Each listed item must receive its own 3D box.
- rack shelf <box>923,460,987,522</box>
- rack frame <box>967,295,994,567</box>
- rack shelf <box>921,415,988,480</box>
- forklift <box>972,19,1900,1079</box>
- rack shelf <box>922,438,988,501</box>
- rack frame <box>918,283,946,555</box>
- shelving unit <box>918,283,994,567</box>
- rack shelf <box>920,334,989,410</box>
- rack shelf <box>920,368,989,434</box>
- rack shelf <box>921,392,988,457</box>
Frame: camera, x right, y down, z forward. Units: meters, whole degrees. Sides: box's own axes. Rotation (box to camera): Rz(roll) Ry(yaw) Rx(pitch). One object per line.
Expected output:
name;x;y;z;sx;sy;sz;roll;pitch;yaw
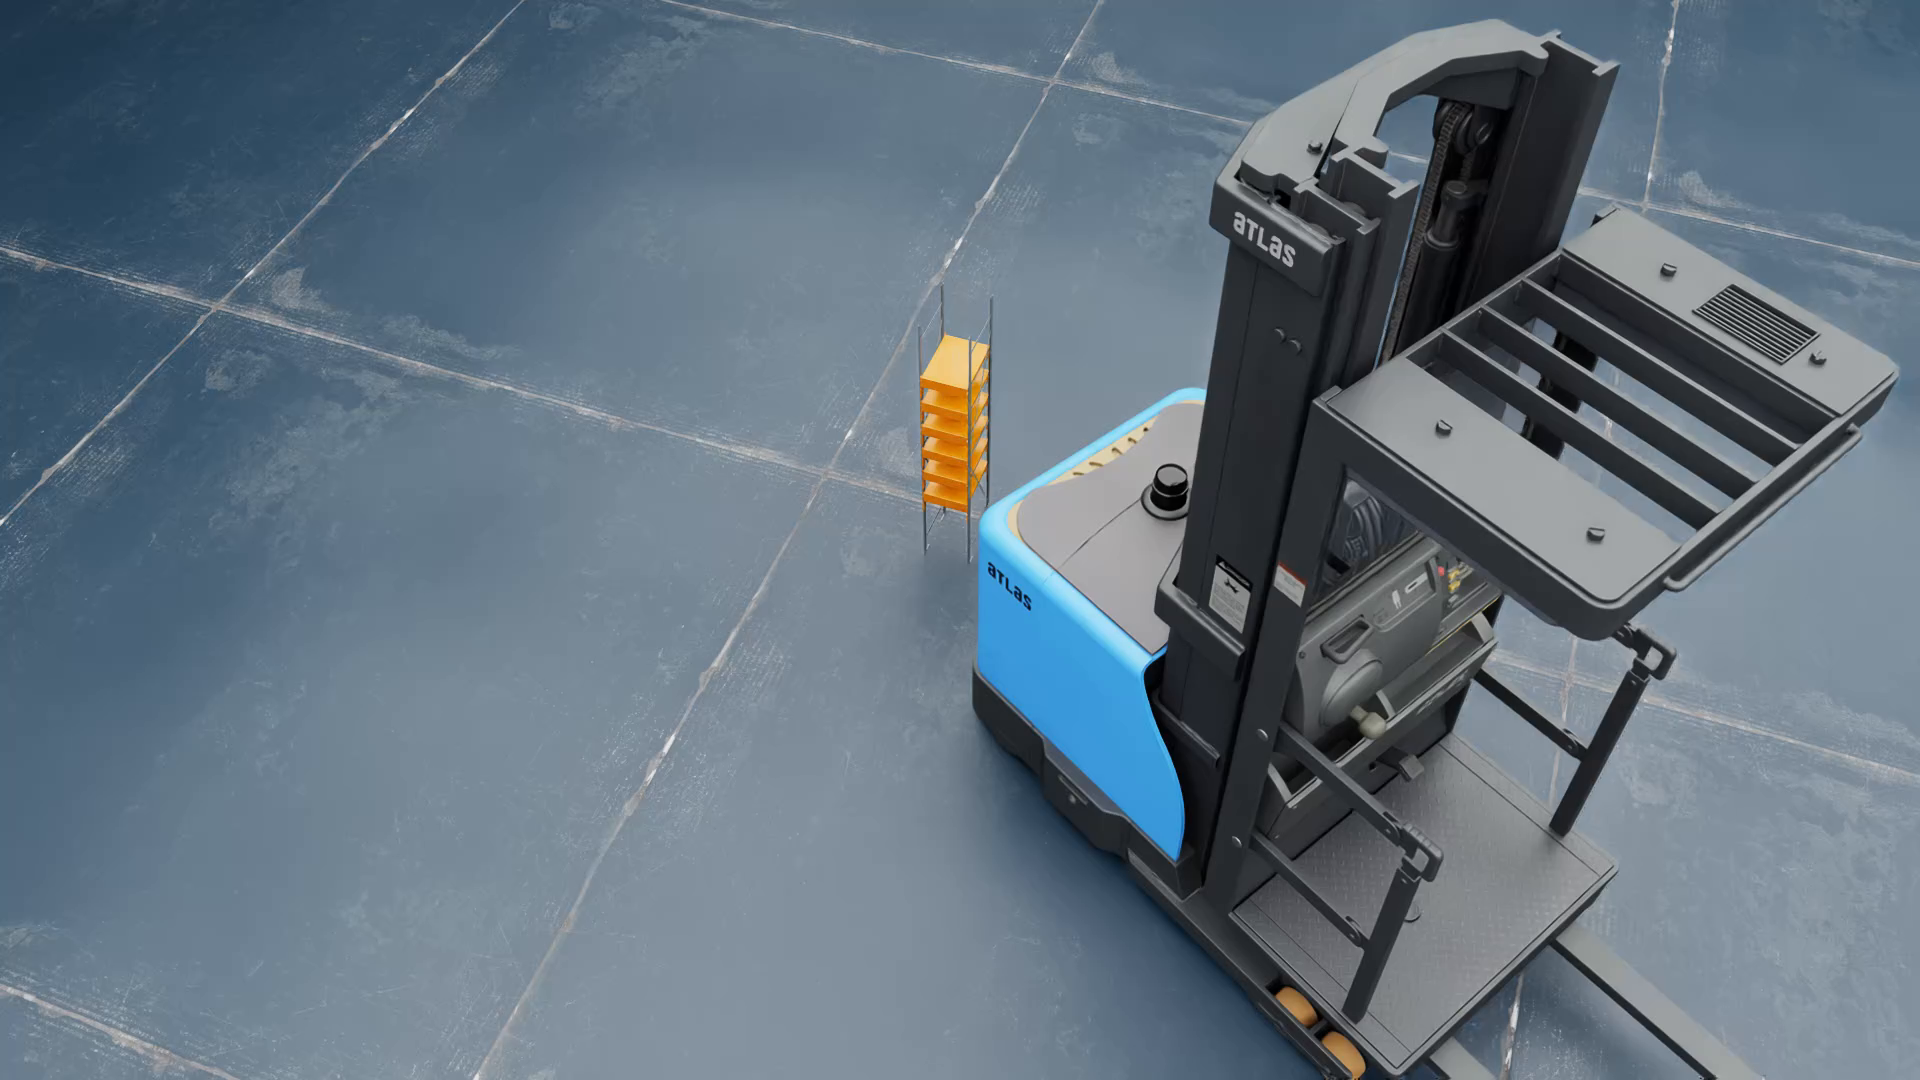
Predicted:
rack shelf;-0.014;-0.210;6.381;0.180;0.103;0.258;16;51;13
rack frame;0.072;-0.373;6.146;0.006;1.200;0.240;16;51;13
rack shelf;-0.014;-0.368;6.200;0.180;0.103;0.258;16;51;13
forklift;1.372;0.288;4.427;1.130;2.935;3.031;-32;56;-25
rack shelf;-0.014;-0.289;6.291;0.180;0.103;0.258;16;51;13
rack frame;-0.099;-0.421;6.187;0.006;1.200;0.240;16;51;13
shelving unit;-0.014;-0.397;6.166;0.189;1.200;0.258;16;51;13
rack shelf;-0.014;-0.603;5.928;0.180;0.103;0.258;16;51;13
rack shelf;-0.014;-0.525;6.019;0.180;0.103;0.258;16;51;13
rack shelf;-0.014;-0.446;6.109;0.180;0.103;0.258;16;51;13
